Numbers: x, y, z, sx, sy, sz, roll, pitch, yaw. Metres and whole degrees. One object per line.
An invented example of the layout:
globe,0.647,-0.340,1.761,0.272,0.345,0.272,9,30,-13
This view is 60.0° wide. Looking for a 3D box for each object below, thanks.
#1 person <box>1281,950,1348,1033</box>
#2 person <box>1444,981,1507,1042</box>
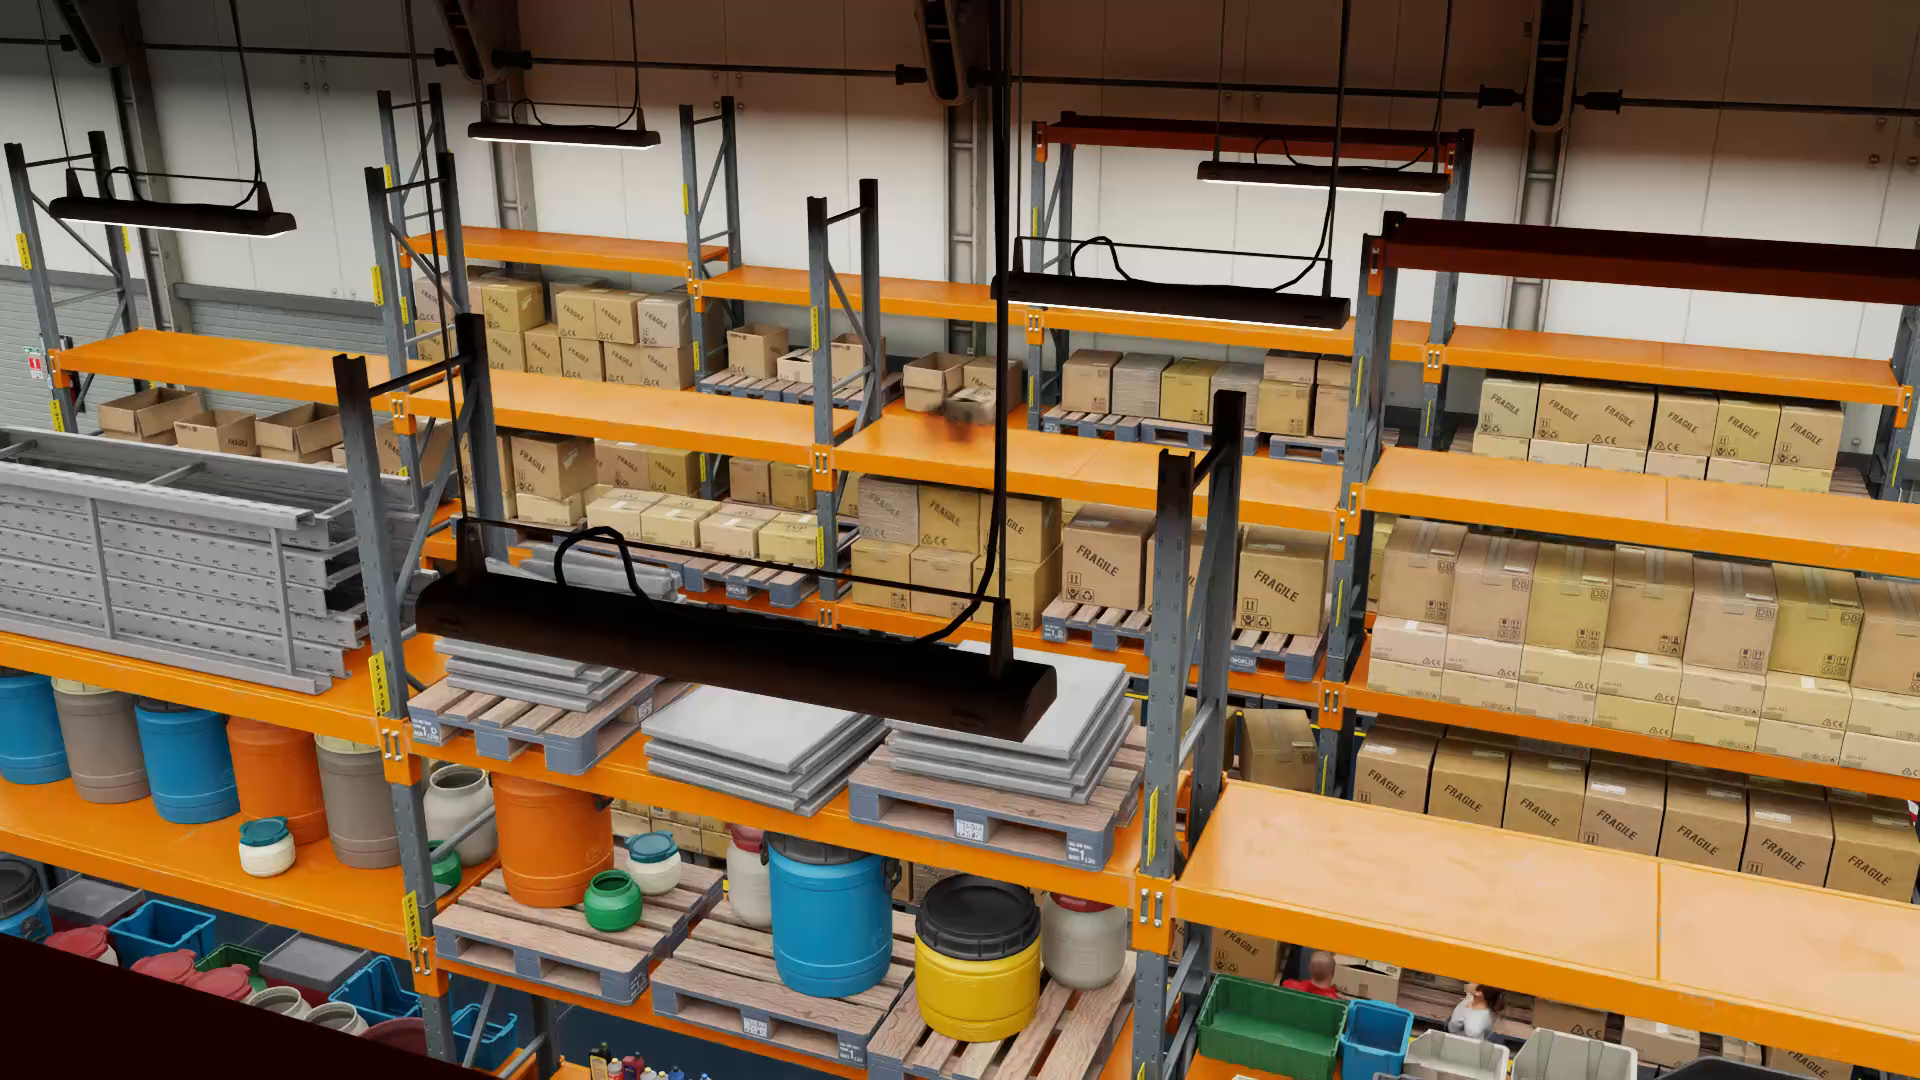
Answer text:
person,2.312,3.434,10.920,0.605,1.728,0.371,17,26,37
person,3.376,3.483,10.936,0.840,1.620,0.480,7,22,19
